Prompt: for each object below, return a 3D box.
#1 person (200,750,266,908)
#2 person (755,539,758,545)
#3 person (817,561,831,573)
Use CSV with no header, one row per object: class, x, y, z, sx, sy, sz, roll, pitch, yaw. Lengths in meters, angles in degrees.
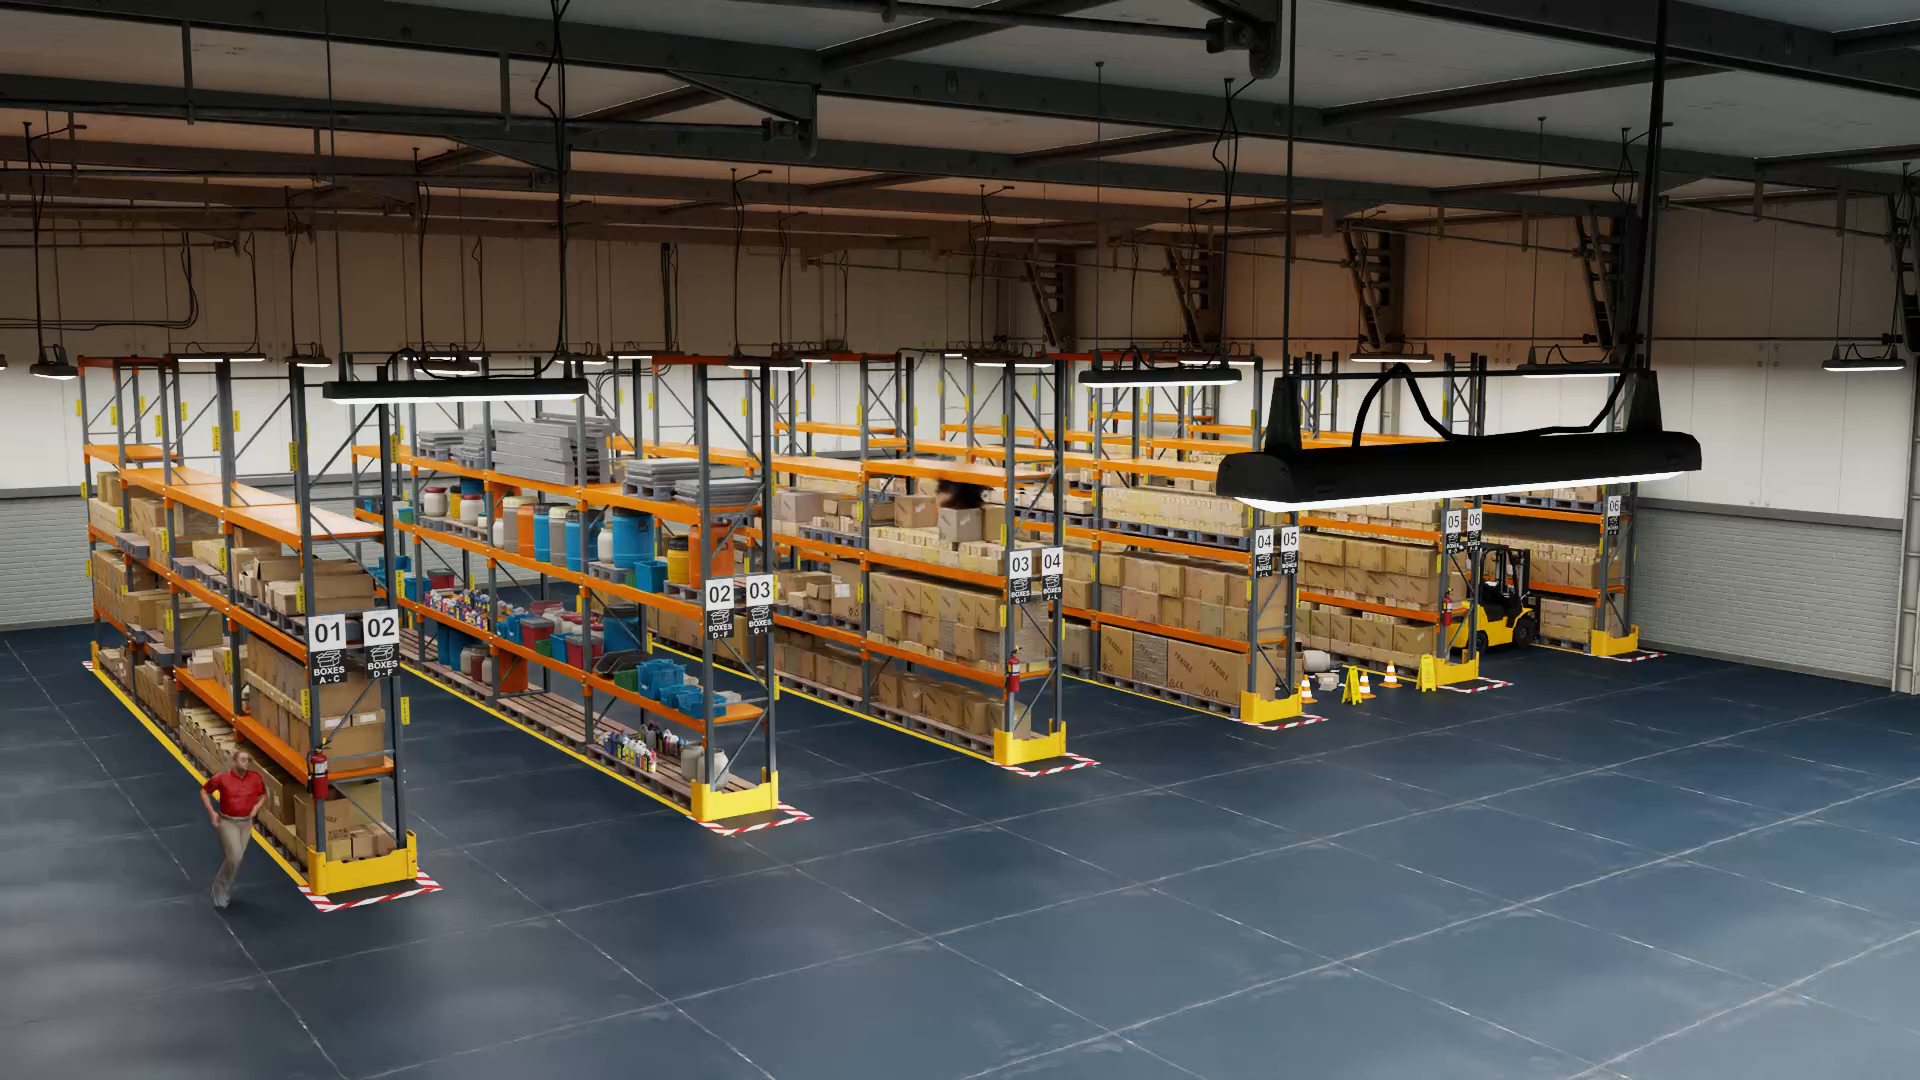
person,-8.146,3.242,18.758,0.652,1.743,0.671,5,9,36
person,-4.836,0.829,38.744,0.605,1.731,0.735,-3,8,-23
person,-3.452,0.367,42.489,0.791,1.692,0.578,-7,10,-43
